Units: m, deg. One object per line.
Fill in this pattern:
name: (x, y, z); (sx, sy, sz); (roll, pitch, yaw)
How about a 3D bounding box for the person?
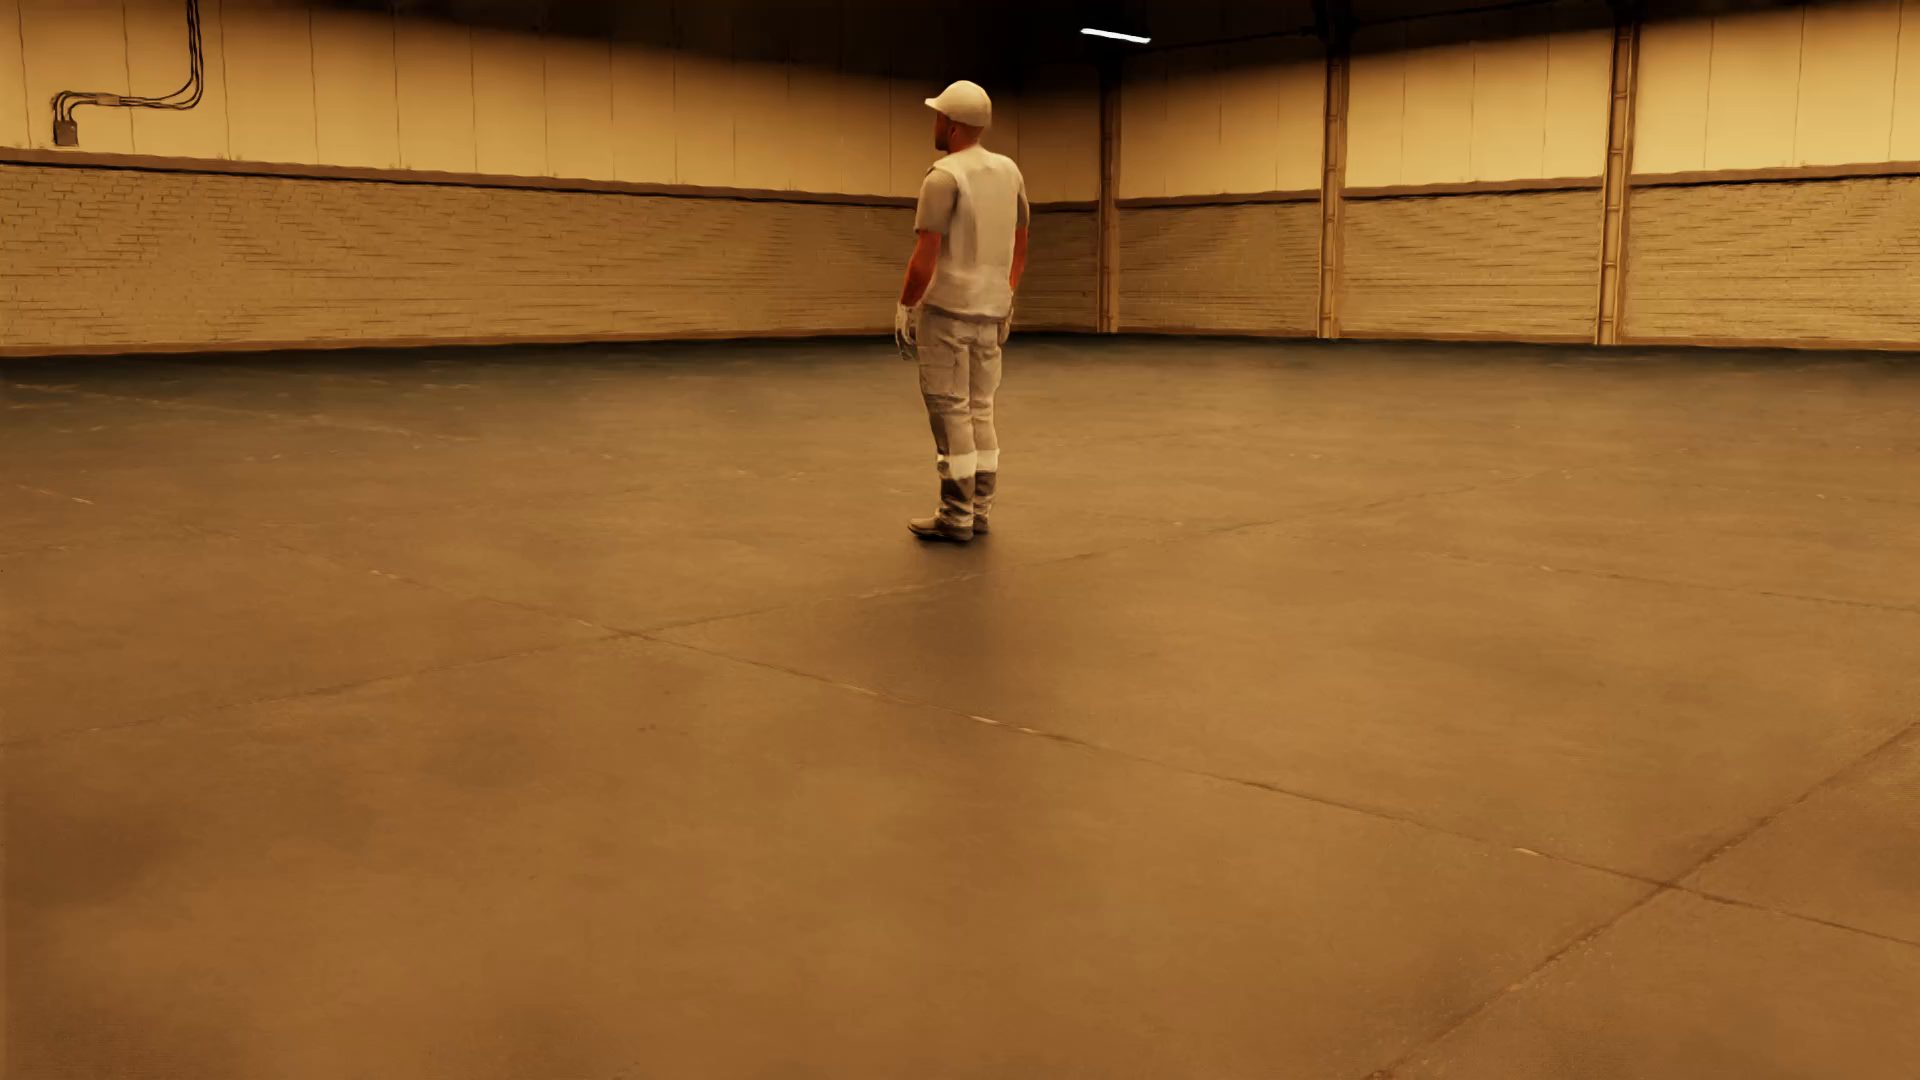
person: (-0.050, -0.901, 6.646); (0.563, 1.787, 0.637); (8, 12, 43)
